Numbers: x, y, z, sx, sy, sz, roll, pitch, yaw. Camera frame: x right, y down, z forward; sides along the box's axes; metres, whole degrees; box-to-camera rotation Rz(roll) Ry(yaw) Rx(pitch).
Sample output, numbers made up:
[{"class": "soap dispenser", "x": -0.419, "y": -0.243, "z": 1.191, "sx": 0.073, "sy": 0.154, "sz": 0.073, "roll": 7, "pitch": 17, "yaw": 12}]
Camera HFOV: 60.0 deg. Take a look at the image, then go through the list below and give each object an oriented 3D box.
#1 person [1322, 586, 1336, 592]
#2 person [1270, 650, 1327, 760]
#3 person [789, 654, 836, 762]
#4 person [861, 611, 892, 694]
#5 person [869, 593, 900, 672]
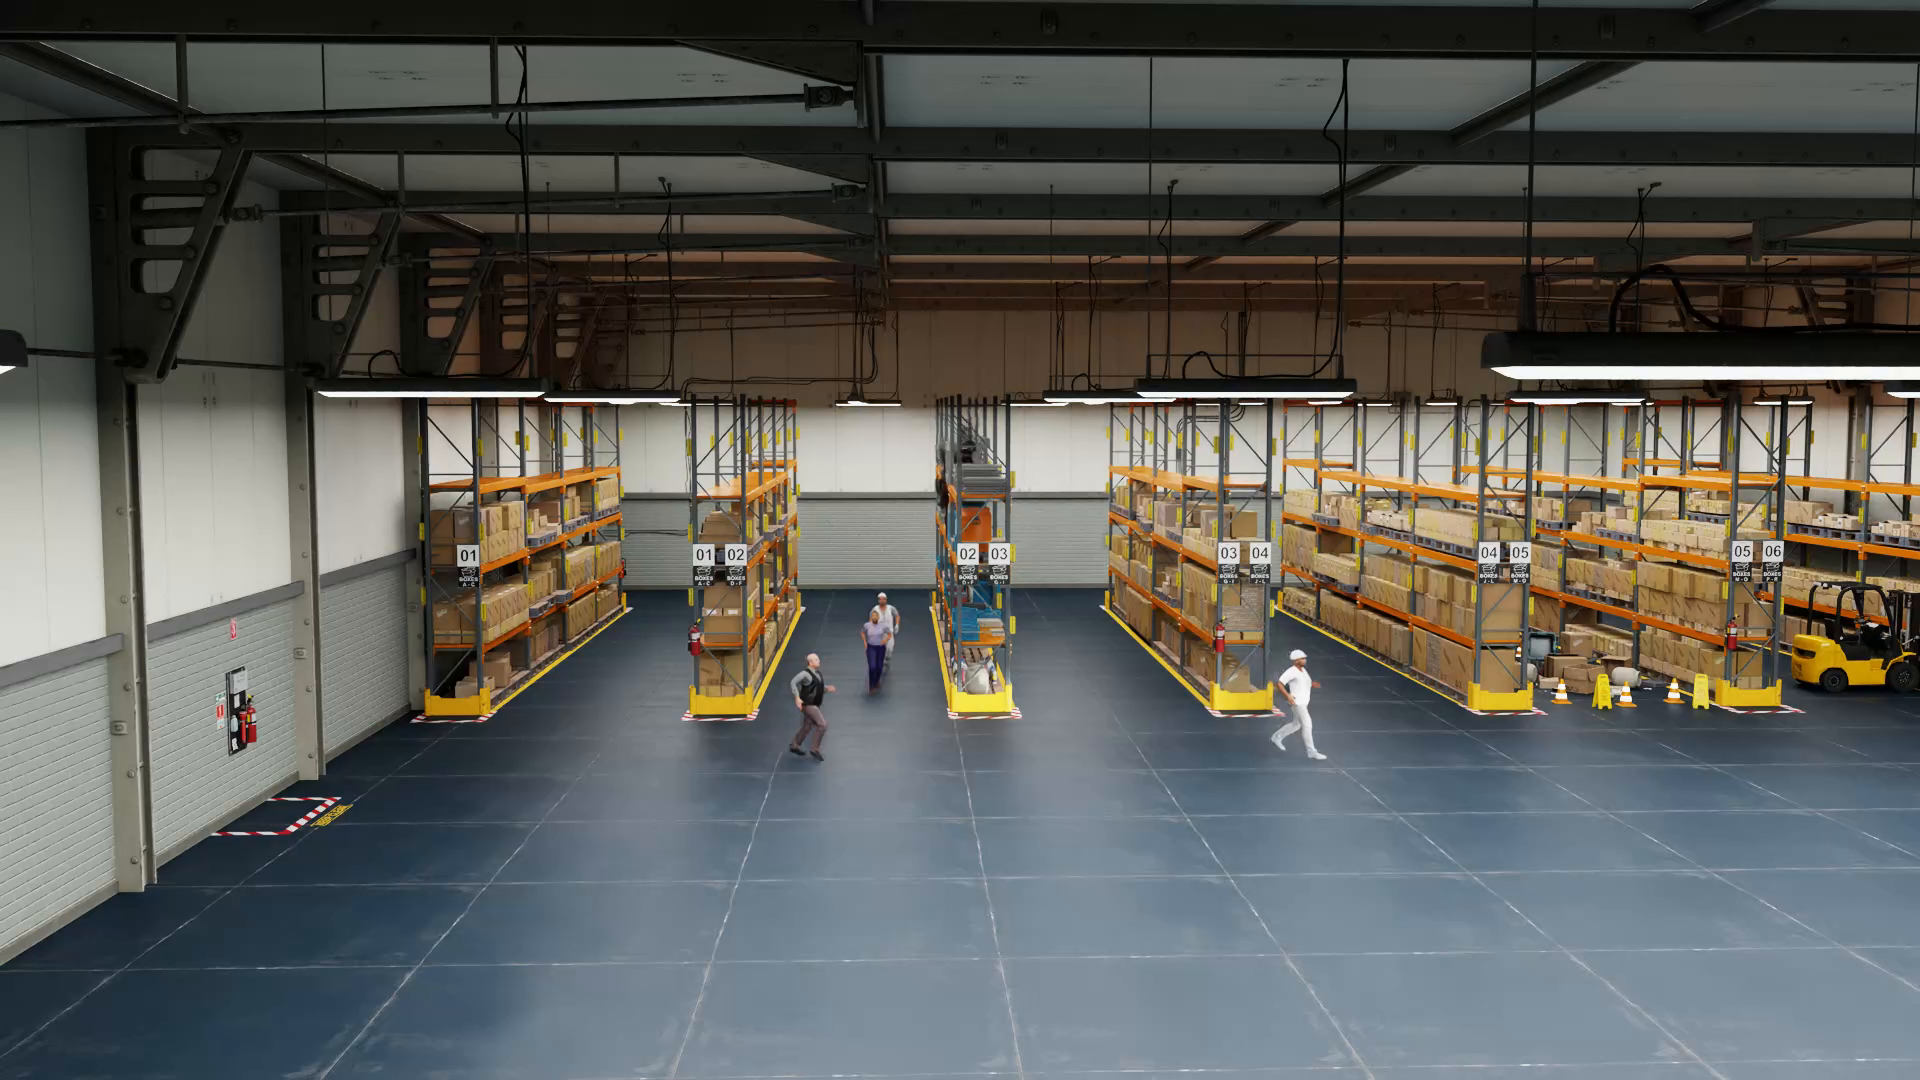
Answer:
[{"class": "person", "x": 10.987, "y": 1.071, "z": 49.153, "sx": 0.732, "sy": 1.623, "sz": 0.541, "roll": 0, "pitch": 5, "yaw": 5}, {"class": "person", "x": 5.549, "y": 2.673, "z": 27.243, "sx": 0.991, "sy": 1.747, "sz": 0.703, "roll": 2, "pitch": 5, "yaw": 28}, {"class": "person", "x": -2.420, "y": 2.737, "z": 27.101, "sx": 0.833, "sy": 1.775, "sz": 0.620, "roll": 1, "pitch": 5, "yaw": 14}, {"class": "person", "x": -1.694, "y": 2.272, "z": 33.717, "sx": 0.612, "sy": 1.715, "sz": 0.721, "roll": -1, "pitch": 5, "yaw": -8}, {"class": "person", "x": -1.634, "y": 2.016, "z": 35.953, "sx": 0.673, "sy": 1.739, "sz": 0.592, "roll": 0, "pitch": 5, "yaw": -4}]
